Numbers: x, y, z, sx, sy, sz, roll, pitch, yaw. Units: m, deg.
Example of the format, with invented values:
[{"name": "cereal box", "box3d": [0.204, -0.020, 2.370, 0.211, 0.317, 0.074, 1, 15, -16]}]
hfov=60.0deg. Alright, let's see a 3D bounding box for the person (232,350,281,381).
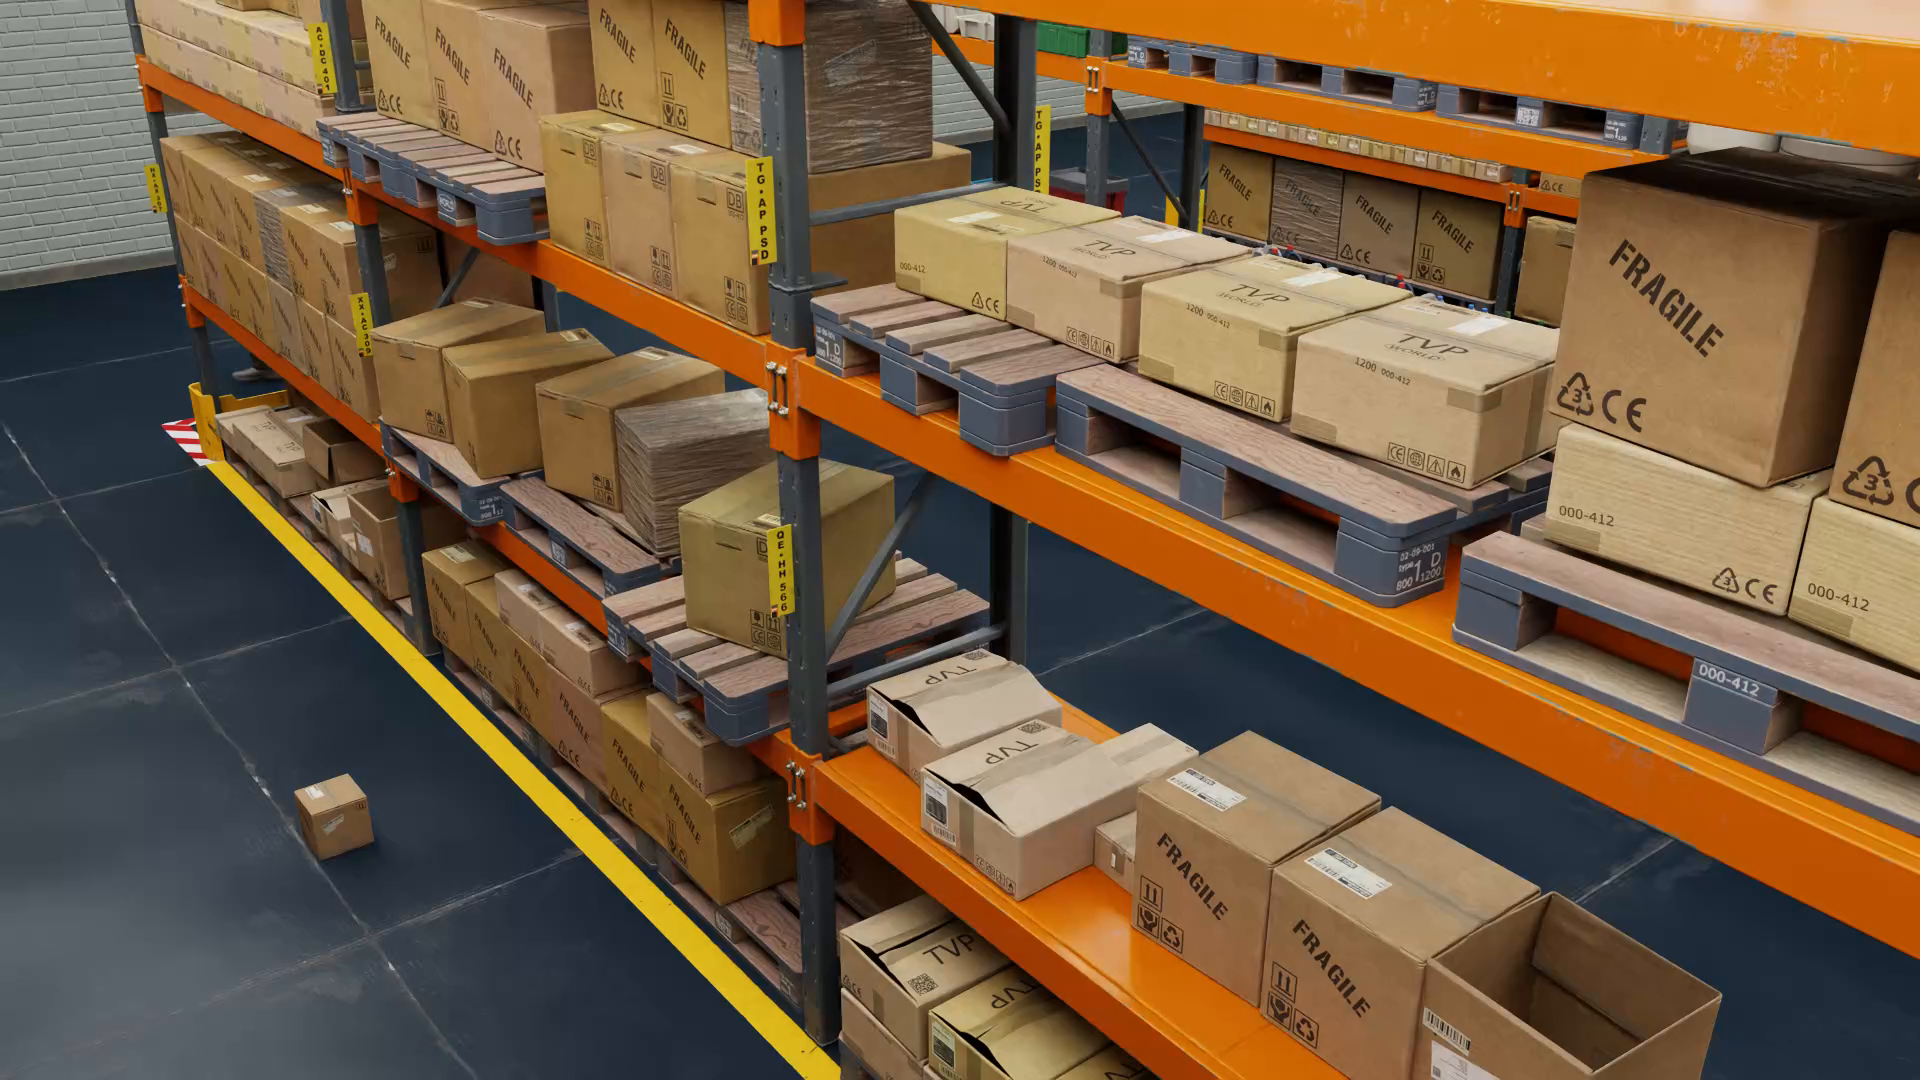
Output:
[{"name": "person", "box3d": [-5.625, -2.095, 13.216, 0.577, 1.757, 0.627, -13, 28, -27]}]
